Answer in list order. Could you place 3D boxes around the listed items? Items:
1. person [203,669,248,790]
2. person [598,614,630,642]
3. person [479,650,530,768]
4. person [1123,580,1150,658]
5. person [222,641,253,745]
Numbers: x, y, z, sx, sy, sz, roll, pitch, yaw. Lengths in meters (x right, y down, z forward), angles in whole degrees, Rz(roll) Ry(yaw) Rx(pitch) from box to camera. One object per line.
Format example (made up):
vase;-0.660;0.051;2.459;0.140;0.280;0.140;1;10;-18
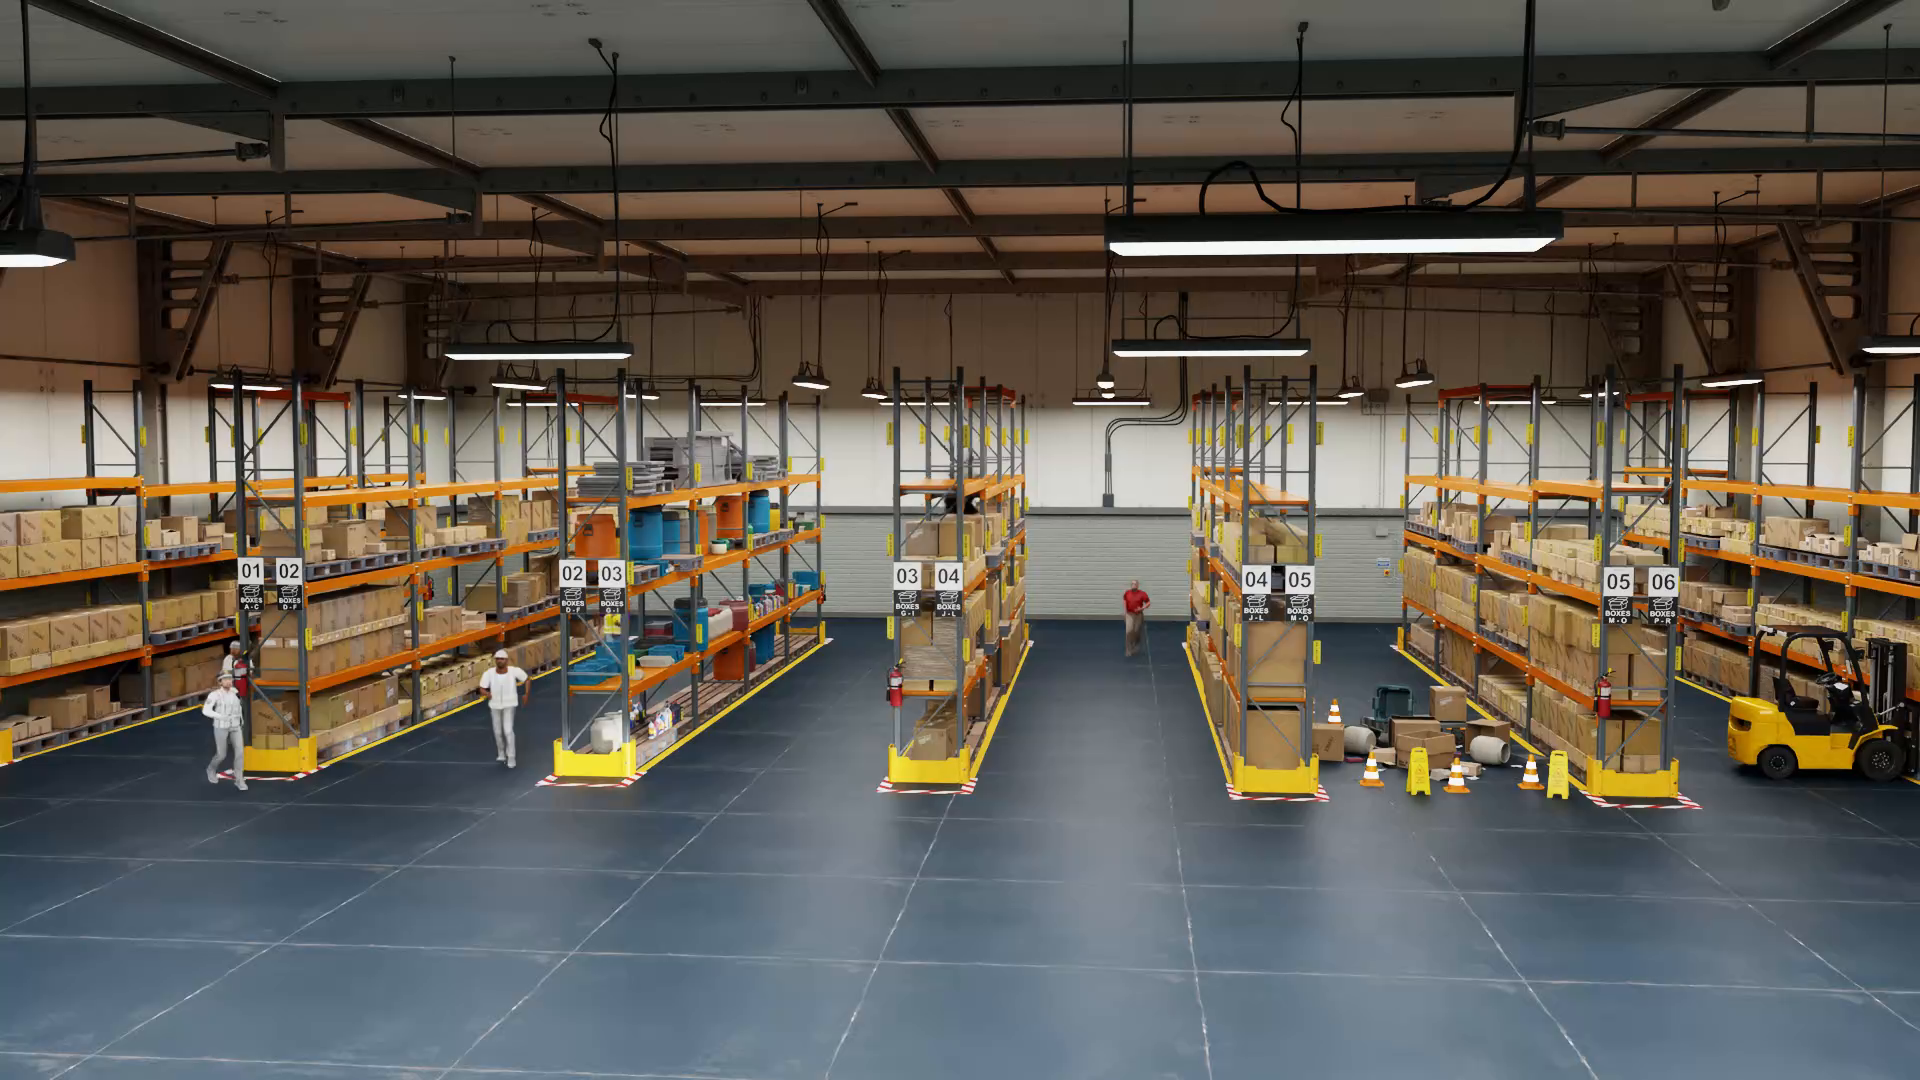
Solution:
person;-10.439;2.684;23.645;0.812;1.705;0.635;2;4;34
person;-7.182;1.979;34.484;0.685;1.785;0.692;0;4;-7
person;-6.923;2.567;25.233;0.730;1.816;0.725;0;4;-5
person;4.022;1.774;37.975;0.655;1.739;0.844;1;4;15
person;-11.819;2.494;27.176;0.570;1.705;0.796;0;4;-4
